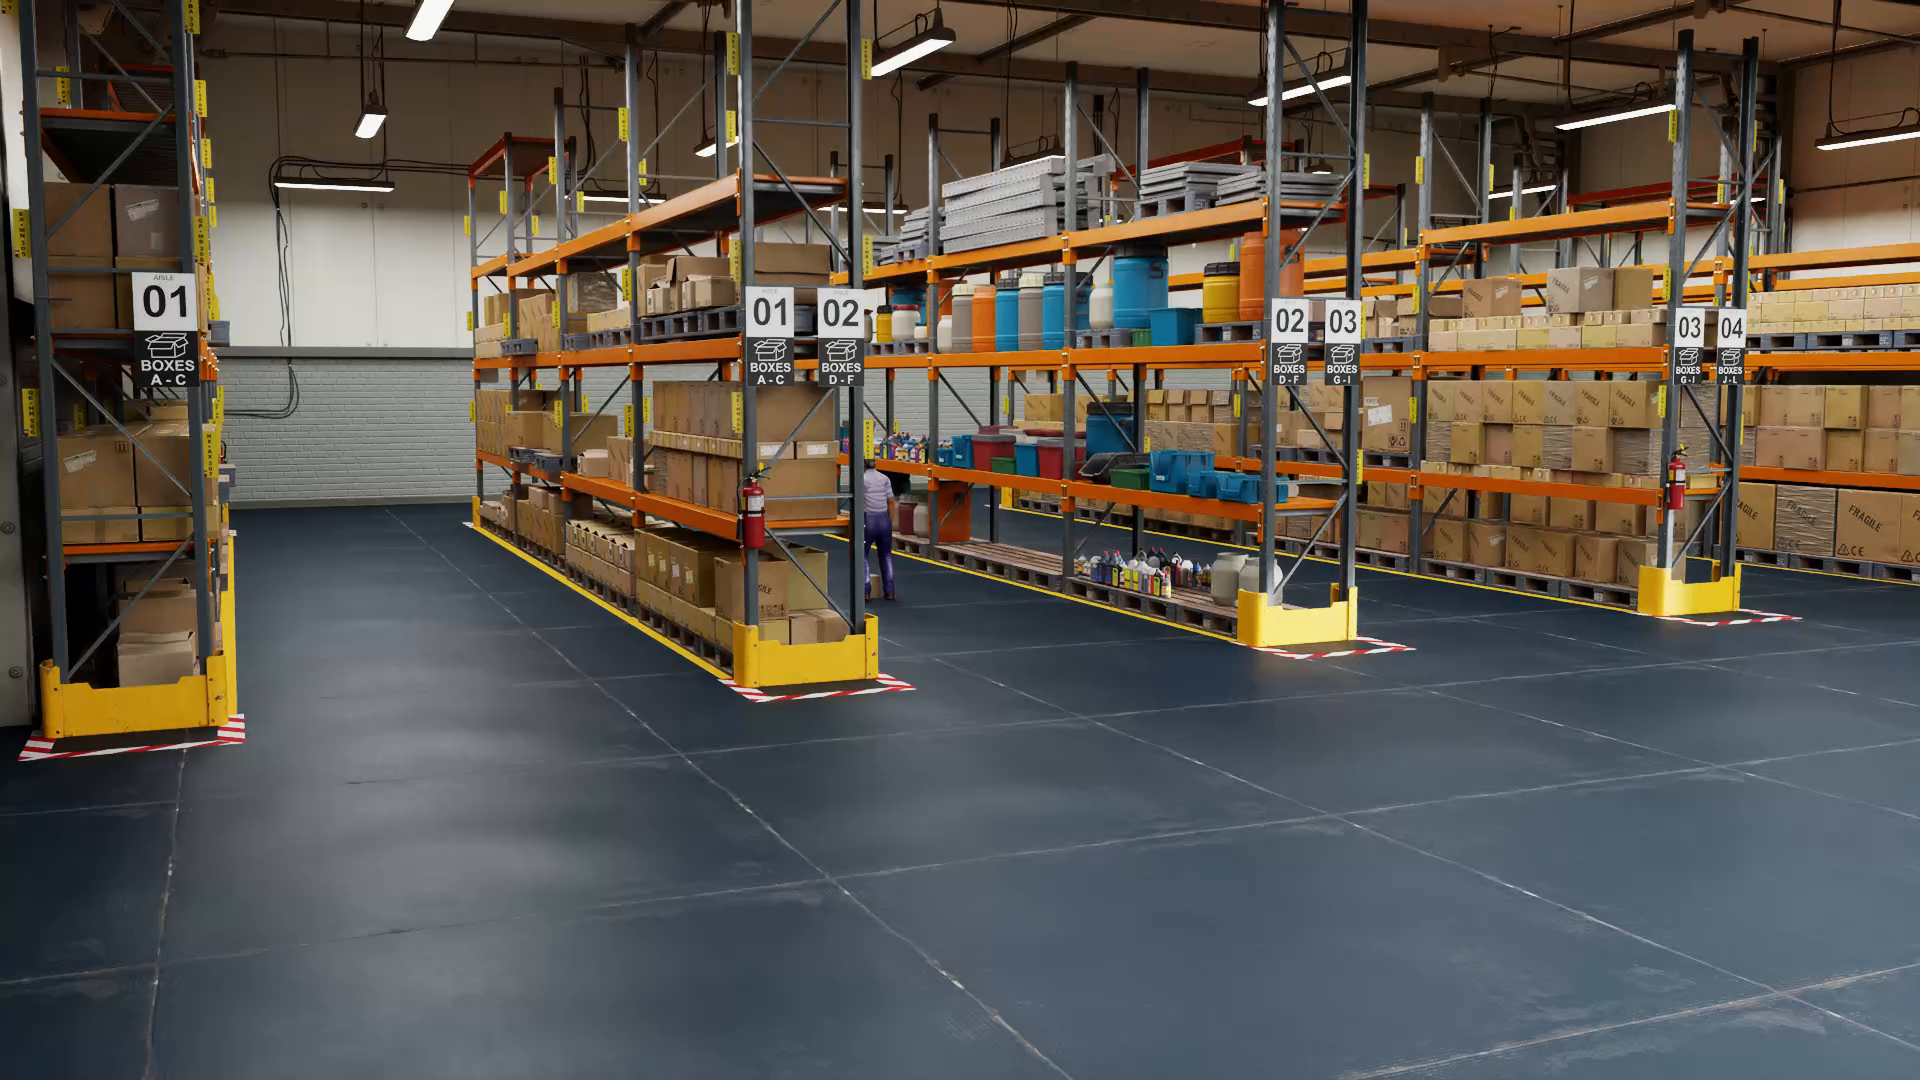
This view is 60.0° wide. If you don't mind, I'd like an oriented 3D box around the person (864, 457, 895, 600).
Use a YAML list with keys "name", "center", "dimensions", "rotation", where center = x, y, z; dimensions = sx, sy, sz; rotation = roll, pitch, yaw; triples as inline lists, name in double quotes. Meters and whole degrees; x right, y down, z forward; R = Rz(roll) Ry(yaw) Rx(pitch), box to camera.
- name: "person"
  center: [-0.982, -0.152, 18.627]
  dimensions: [0.557, 1.652, 0.404]
  rotation: [-3, 6, -26]
